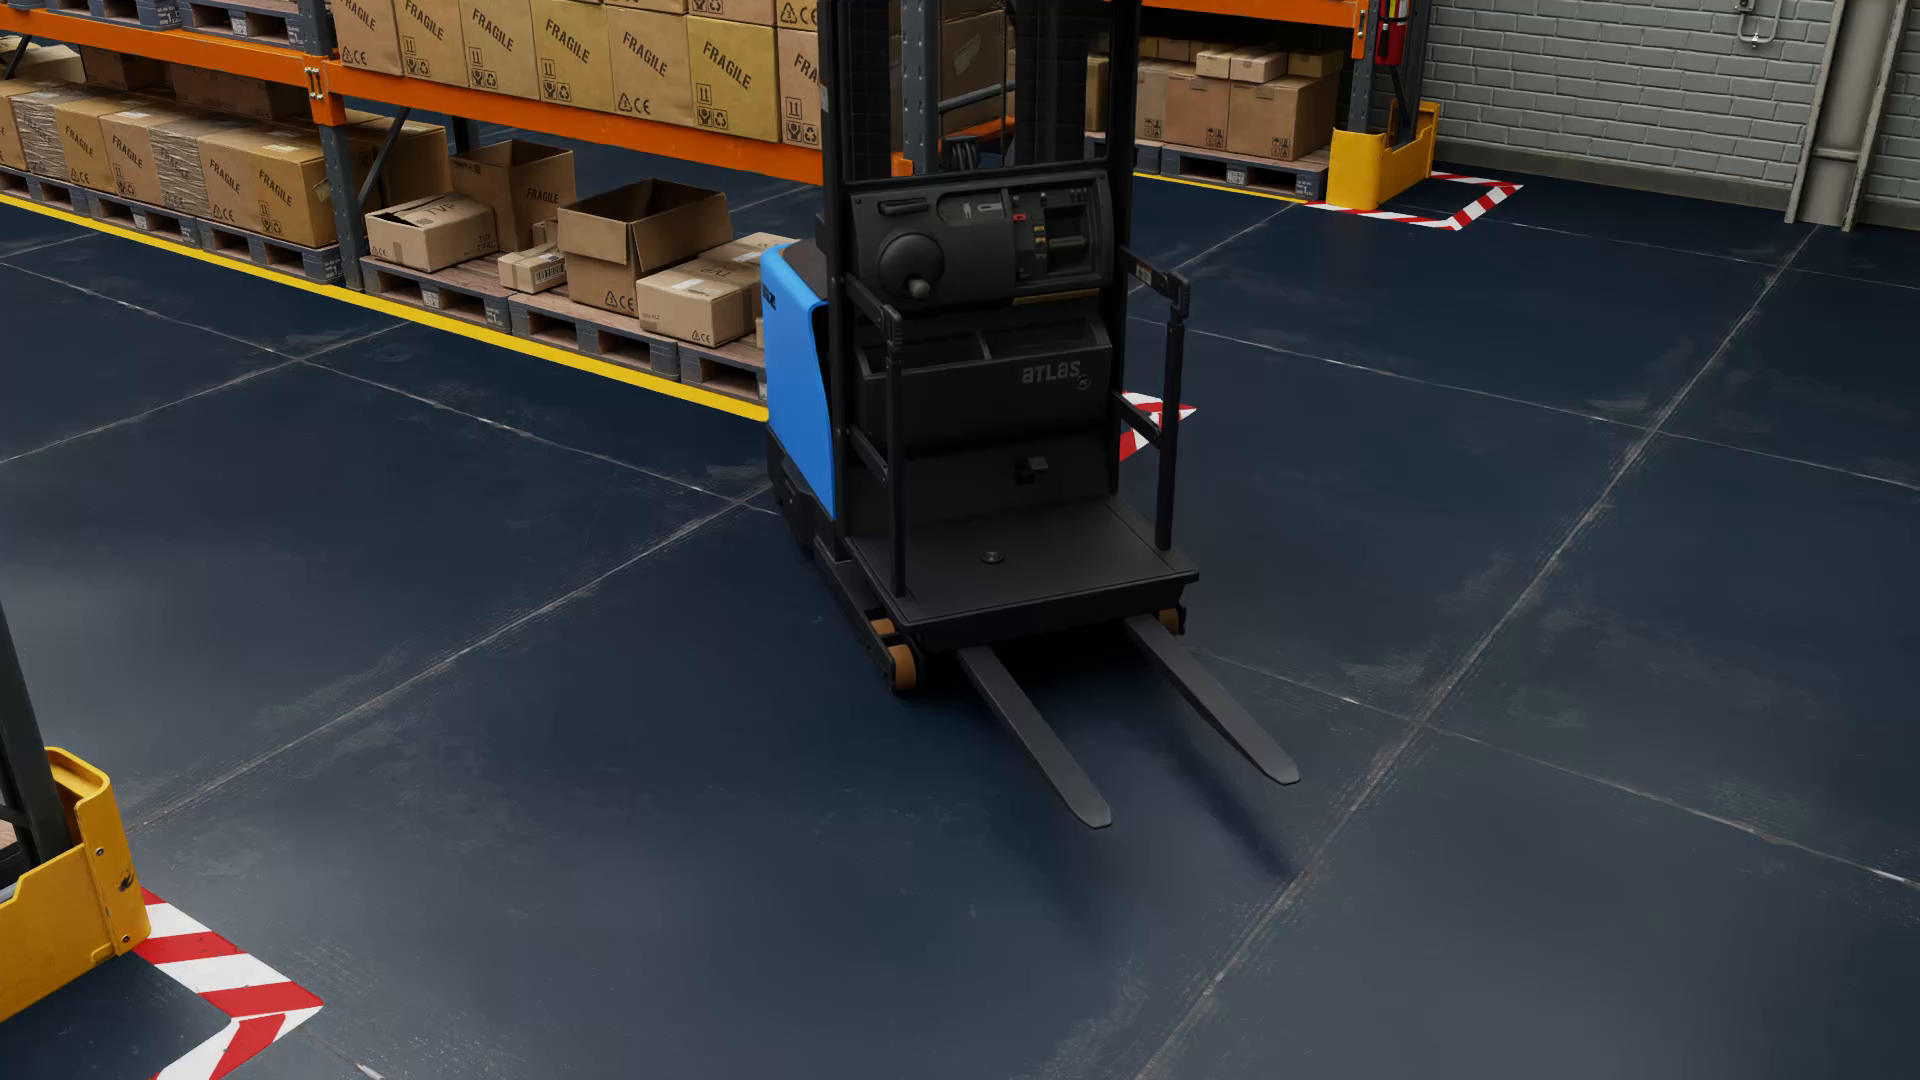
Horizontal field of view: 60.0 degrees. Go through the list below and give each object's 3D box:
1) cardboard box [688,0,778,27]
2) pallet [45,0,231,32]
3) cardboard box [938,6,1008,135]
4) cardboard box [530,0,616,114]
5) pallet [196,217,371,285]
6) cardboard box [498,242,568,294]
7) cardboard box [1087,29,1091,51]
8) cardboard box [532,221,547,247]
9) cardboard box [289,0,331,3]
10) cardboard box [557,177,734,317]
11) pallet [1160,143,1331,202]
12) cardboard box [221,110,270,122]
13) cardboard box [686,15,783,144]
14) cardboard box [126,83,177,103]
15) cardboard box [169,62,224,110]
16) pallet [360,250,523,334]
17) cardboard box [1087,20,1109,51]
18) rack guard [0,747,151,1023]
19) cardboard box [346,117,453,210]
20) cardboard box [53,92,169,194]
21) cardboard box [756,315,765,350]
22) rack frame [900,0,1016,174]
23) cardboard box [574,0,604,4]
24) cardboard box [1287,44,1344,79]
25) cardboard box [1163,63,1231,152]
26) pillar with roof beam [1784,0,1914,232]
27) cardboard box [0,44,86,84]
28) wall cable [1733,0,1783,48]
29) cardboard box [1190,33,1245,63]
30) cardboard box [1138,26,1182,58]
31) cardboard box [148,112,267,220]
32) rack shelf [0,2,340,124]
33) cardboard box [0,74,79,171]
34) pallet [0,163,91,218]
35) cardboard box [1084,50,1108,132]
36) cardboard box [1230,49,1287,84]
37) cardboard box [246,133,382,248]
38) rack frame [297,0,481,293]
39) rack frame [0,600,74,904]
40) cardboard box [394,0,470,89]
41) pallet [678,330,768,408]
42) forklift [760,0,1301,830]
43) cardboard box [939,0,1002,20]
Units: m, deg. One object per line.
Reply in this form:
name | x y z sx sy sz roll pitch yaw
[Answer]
cardboard box | -0.849 -2.559 7.259 0.500 0.500 0.500 18 32 32
pallet | -4.898 -3.399 10.334 1.213 0.211 1.003 17 32 30
cardboard box | -0.126 -2.185 7.626 0.500 0.500 0.500 18 32 31
cardboard box | -1.686 -2.377 8.004 0.500 0.500 0.500 17 31 30
pallet | -3.898 -1.907 10.265 1.213 0.211 1.003 17 32 30
cardboard box | -2.264 -1.482 8.993 0.250 0.166 0.380 17 32 30
cardboard box | 0.763 -3.650 12.193 0.250 0.149 0.380 16 31 29
cardboard box | -2.233 -1.767 9.572 0.250 0.149 0.380 17 32 30
cardboard box | -3.470 -3.392 9.535 0.500 0.500 0.700 7 28 13
cardboard box | -1.655 -1.558 8.772 0.637 0.503 0.797 17 32 30
pallet | 2.189 -2.714 11.851 1.213 0.211 1.003 17 32 30
cardboard box | -4.321 -2.517 10.659 0.500 0.500 0.500 18 32 31
cardboard box | -0.862 -2.118 7.494 0.500 0.500 0.500 18 32 31
cardboard box | -5.173 -2.779 11.174 0.500 0.500 0.500 16 31 29
cardboard box | -4.705 -2.972 10.727 0.500 0.250 0.500 17 31 29
pallet | -2.641 -1.536 9.535 1.213 0.211 1.003 17 32 30
cardboard box | 1.007 -3.784 12.457 0.250 0.149 0.380 18 32 31
rack guard | -2.690 1.038 4.159 0.348 0.500 1.175 17 32 30
cardboard box | -3.467 -2.253 10.140 0.500 0.500 0.500 16 31 28
cardboard box | -5.445 -2.578 10.779 0.500 0.500 0.500 17 31 30
cardboard box | -0.780 -1.047 8.138 0.250 0.166 0.380 17 32 30
rack frame | 0.091 -1.928 7.231 0.127 3.000 1.000 17 32 30
cardboard box | -1.702 -2.822 7.776 0.500 0.500 0.500 18 32 32
cardboard box | 2.475 -3.328 11.561 0.250 0.149 0.380 18 32 31
cardboard box | 1.846 -3.125 11.876 0.500 0.500 0.700 17 32 30
pillar with roof beam | 3.170 -4.475 5.622 0.400 9.000 9.100 17 32 30
cardboard box | -6.769 -3.438 12.149 0.500 0.311 0.500 19 32 32
wall cable | 4.483 -4.259 10.691 1.851 1.984 0.084 17 32 30
cardboard box | 1.851 -3.522 11.942 0.250 0.149 0.380 18 32 31
cardboard box | 1.429 -3.653 12.199 0.250 0.149 0.380 18 32 31
cardboard box | -4.591 -2.316 10.264 0.500 0.500 0.500 18 32 31
rack shelf | -4.855 -3.148 10.422 4.000 0.370 1.077 17 32 30
cardboard box | -6.290 -2.841 11.296 0.500 0.500 0.500 19 32 32
pallet | -5.910 -2.534 11.496 1.213 0.211 1.003 17 32 30
cardboard box | 0.988 -3.388 12.393 0.500 0.500 0.700 18 32 31
cardboard box | 2.050 -3.250 11.408 0.250 0.149 0.380 17 31 30
cardboard box | -3.775 -2.057 9.755 0.500 0.500 0.500 17 32 30
rack frame | -3.206 -2.955 9.250 0.127 3.000 1.000 17 32 30
rack frame | -2.717 -0.077 3.594 0.127 3.000 1.000 17 32 30
cardboard box | -2.517 -2.637 8.514 0.500 0.500 0.500 18 32 31
pallet | -0.630 -0.909 8.304 1.213 0.211 1.003 17 32 30
forklift | 0.162 -0.994 5.472 1.130 2.935 3.031 -10 28 -18
cardboard box | -0.126 -2.631 7.400 0.500 0.500 0.500 18 32 32
